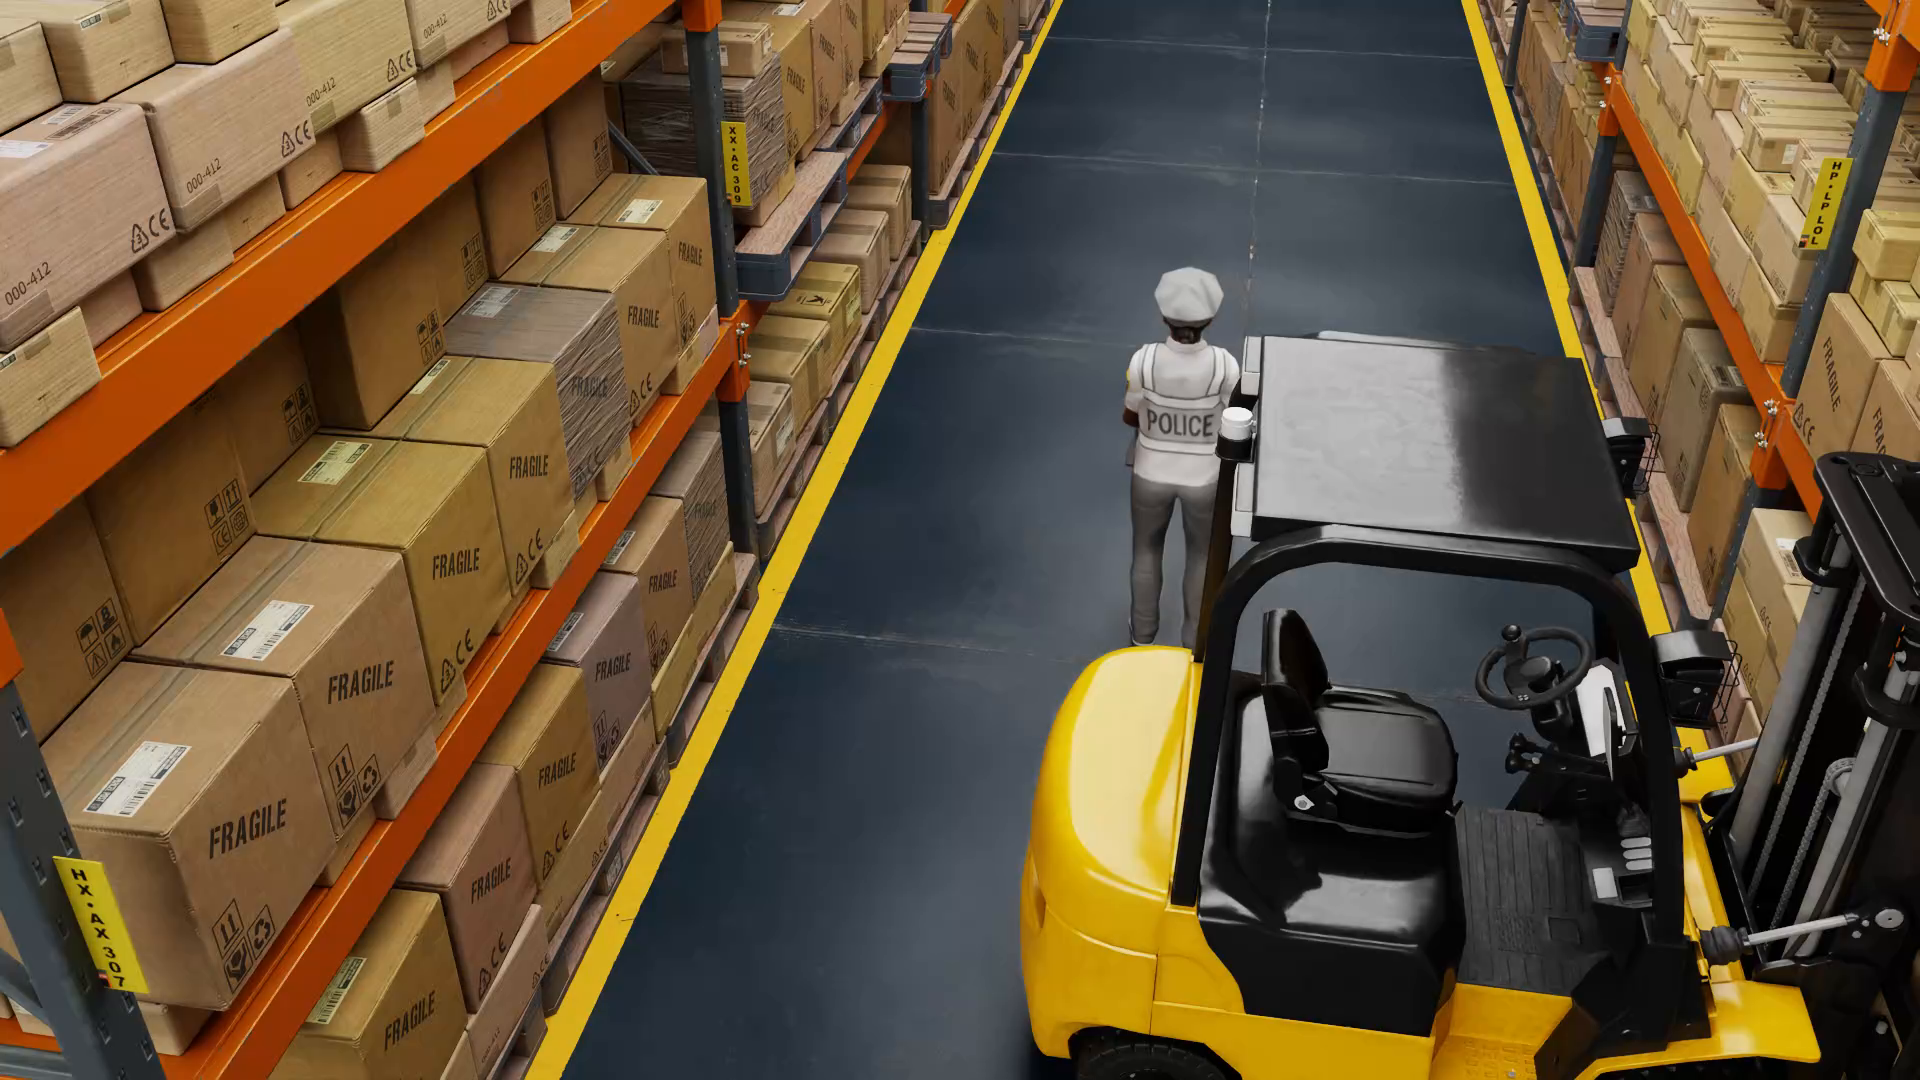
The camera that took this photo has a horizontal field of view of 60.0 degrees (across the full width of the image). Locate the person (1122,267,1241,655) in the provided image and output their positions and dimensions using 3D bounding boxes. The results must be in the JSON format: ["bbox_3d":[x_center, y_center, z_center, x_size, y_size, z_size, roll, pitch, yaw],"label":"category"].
[{"bbox_3d":[0.869,-0.306,6.590,0.464,1.688,0.506,5,33,8],"label":"person"}]
